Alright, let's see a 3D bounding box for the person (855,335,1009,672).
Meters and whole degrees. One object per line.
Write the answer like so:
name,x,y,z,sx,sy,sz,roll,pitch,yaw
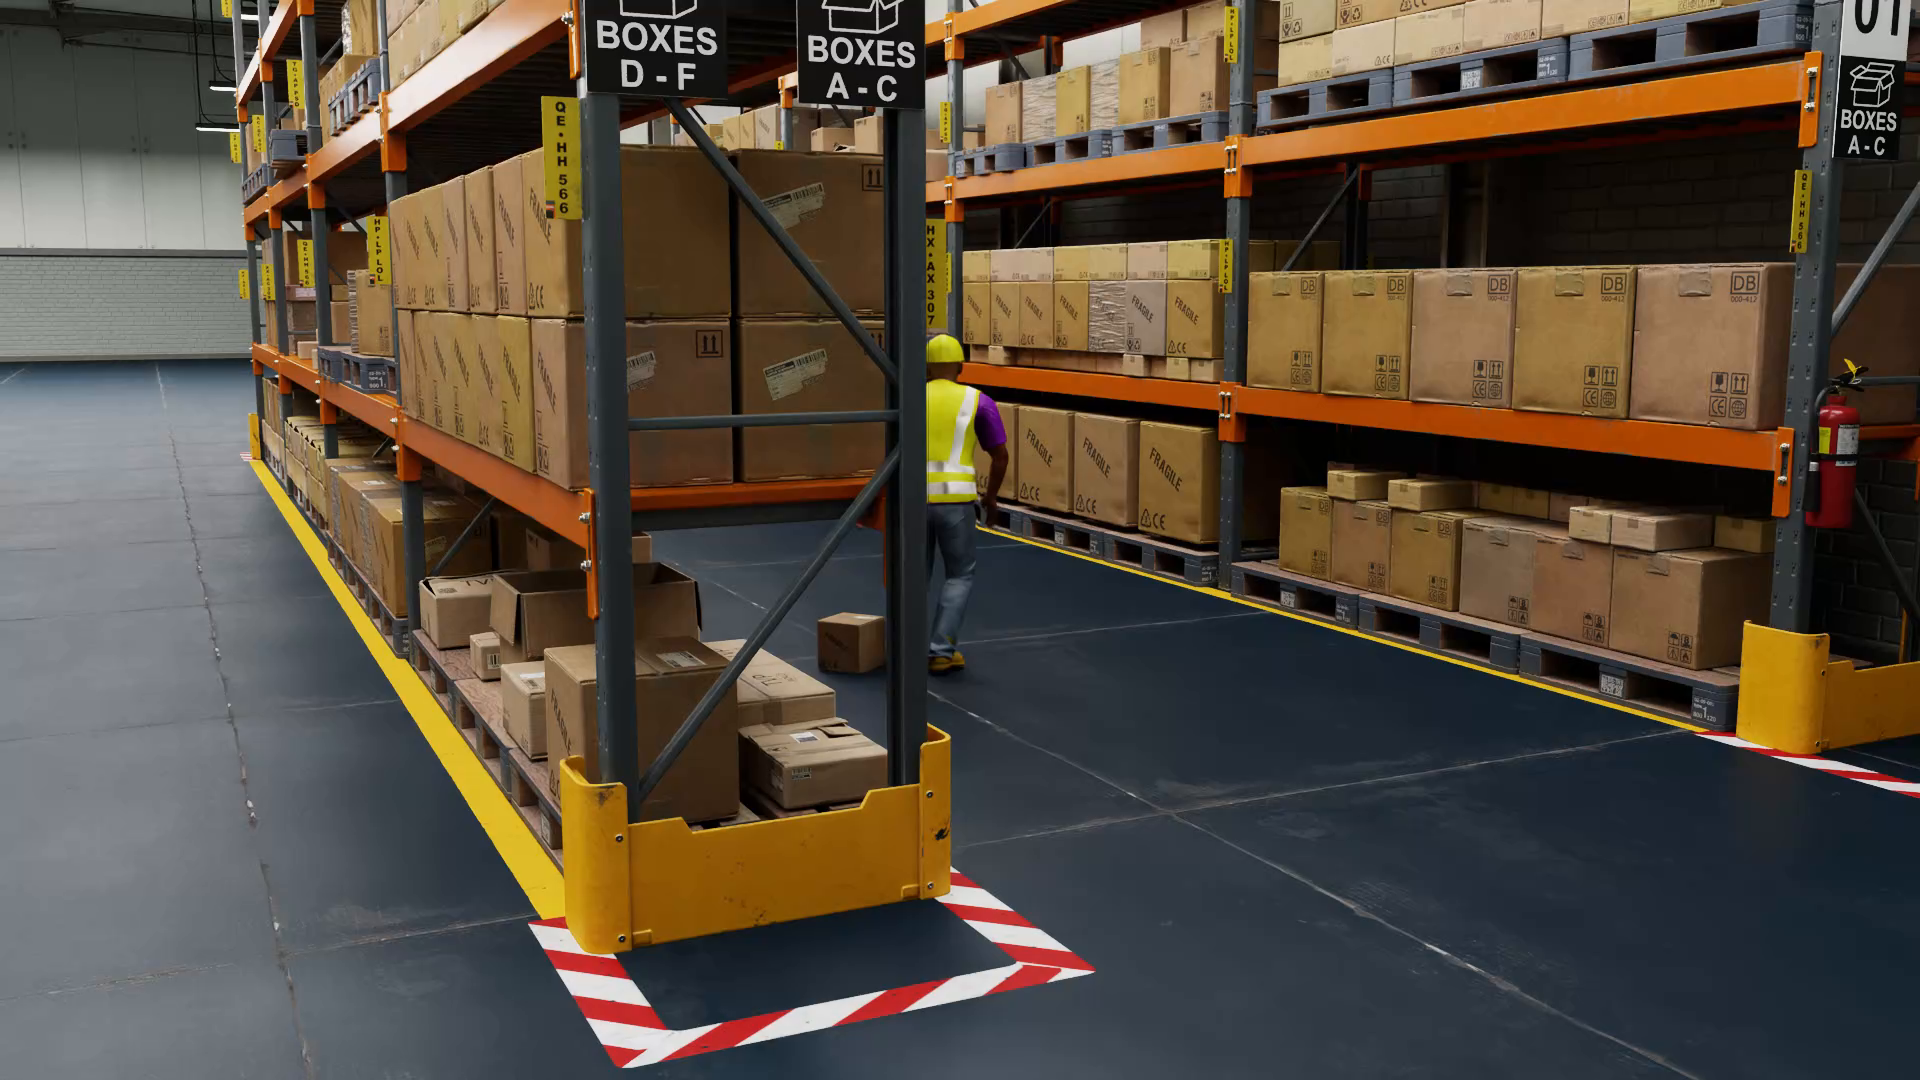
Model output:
person,-0.139,-0.194,8.388,0.735,1.665,0.698,2,9,15
